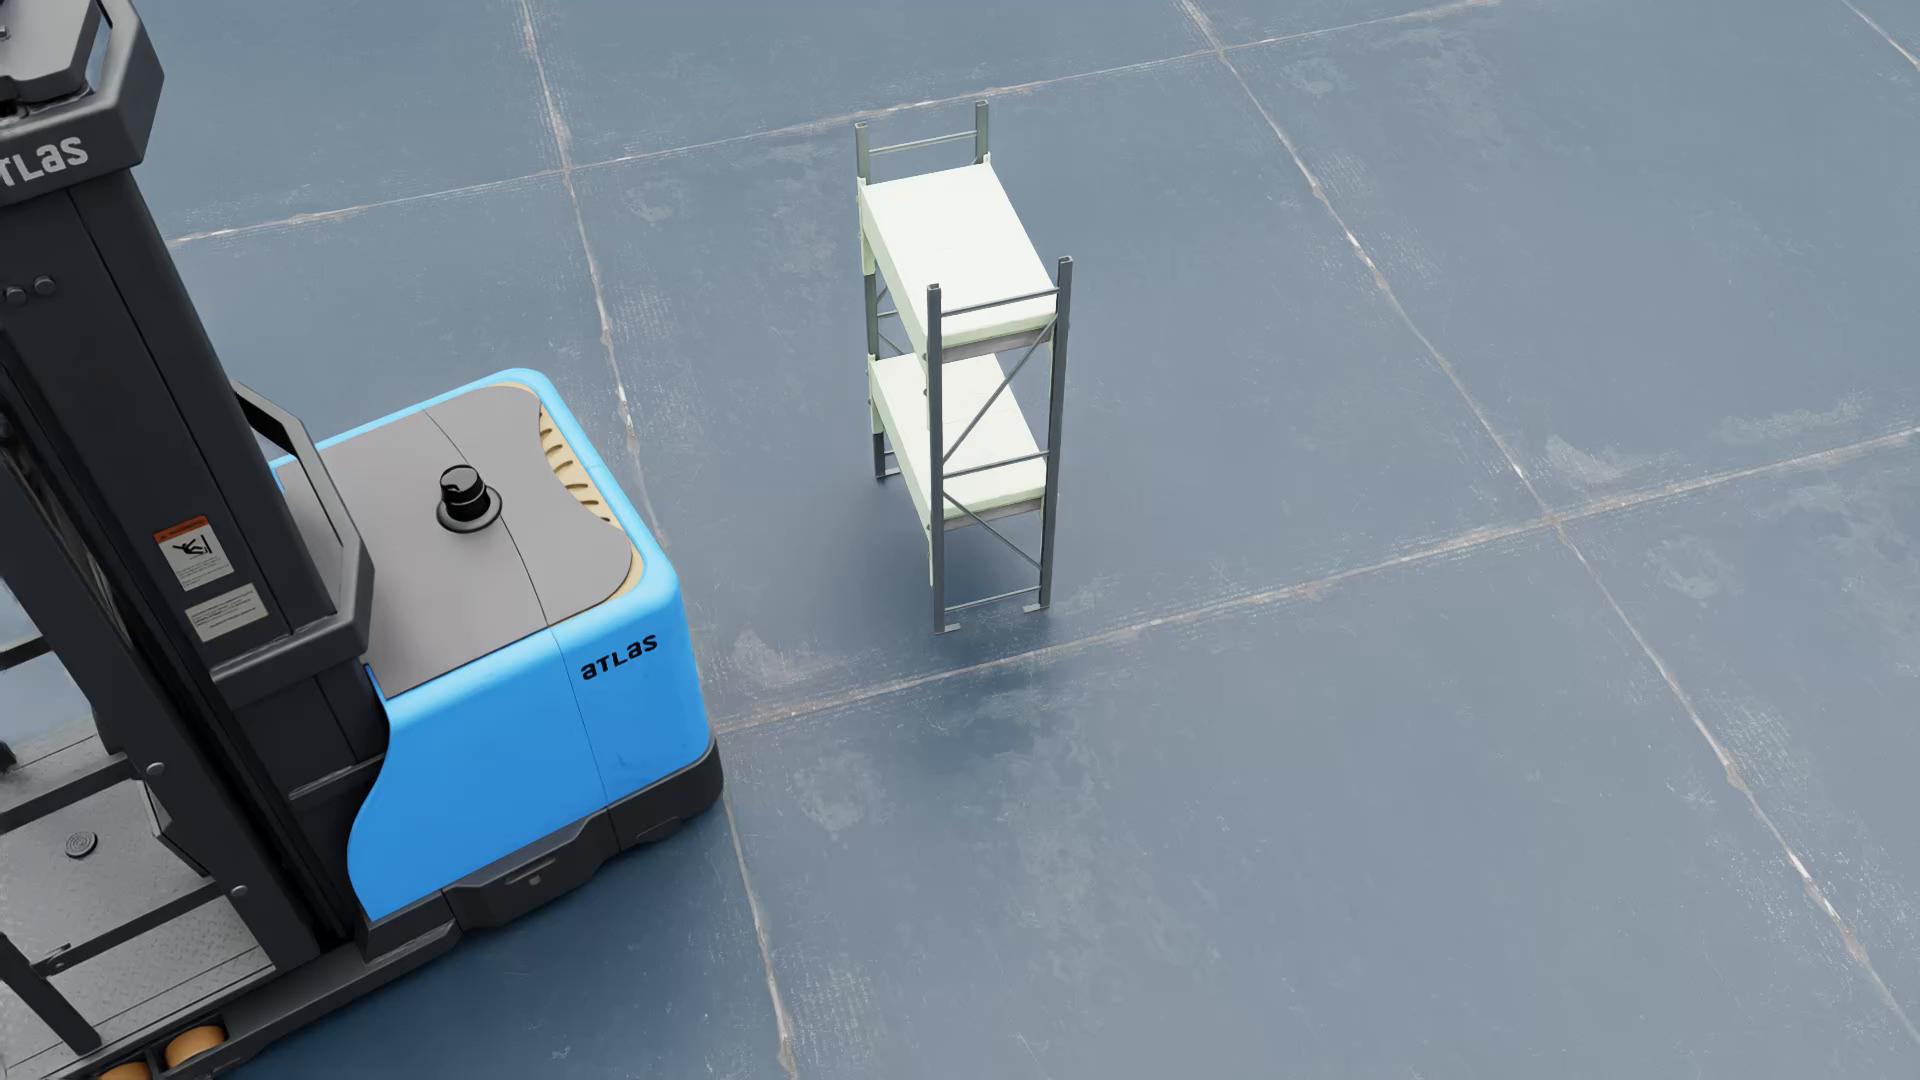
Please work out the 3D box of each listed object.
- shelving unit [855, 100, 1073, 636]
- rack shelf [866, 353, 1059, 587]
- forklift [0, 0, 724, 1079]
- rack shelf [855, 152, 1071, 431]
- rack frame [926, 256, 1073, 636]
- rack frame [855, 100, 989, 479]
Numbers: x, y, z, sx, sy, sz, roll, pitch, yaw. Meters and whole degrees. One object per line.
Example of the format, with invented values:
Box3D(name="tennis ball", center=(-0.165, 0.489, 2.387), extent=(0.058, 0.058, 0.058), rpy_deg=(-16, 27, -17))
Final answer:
Box3D(name="shelving unit", center=(-0.002, -0.488, 5.181), extent=(0.431, 1.500, 0.755), rpy_deg=(-13, 51, -11))
Box3D(name="rack shelf", center=(-0.002, -0.278, 5.430), extent=(0.431, 0.370, 0.720), rpy_deg=(-13, 51, -11))
Box3D(name="forklift", center=(-2.238, 0.137, 3.718), extent=(3.031, 2.935, 1.130), rpy_deg=(-25, 54, -20))
Box3D(name="rack shelf", center=(-0.002, -0.740, 4.882), extent=(0.431, 0.370, 0.720), rpy_deg=(-13, 51, -11))
Box3D(name="rack frame", center=(0.106, -0.221, 4.955), extent=(0.400, 1.500, 0.023), rpy_deg=(-13, 51, -11))
Box3D(name="rack frame", center=(-0.110, -0.756, 5.406), extent=(0.400, 1.500, 0.023), rpy_deg=(-13, 51, -11))
